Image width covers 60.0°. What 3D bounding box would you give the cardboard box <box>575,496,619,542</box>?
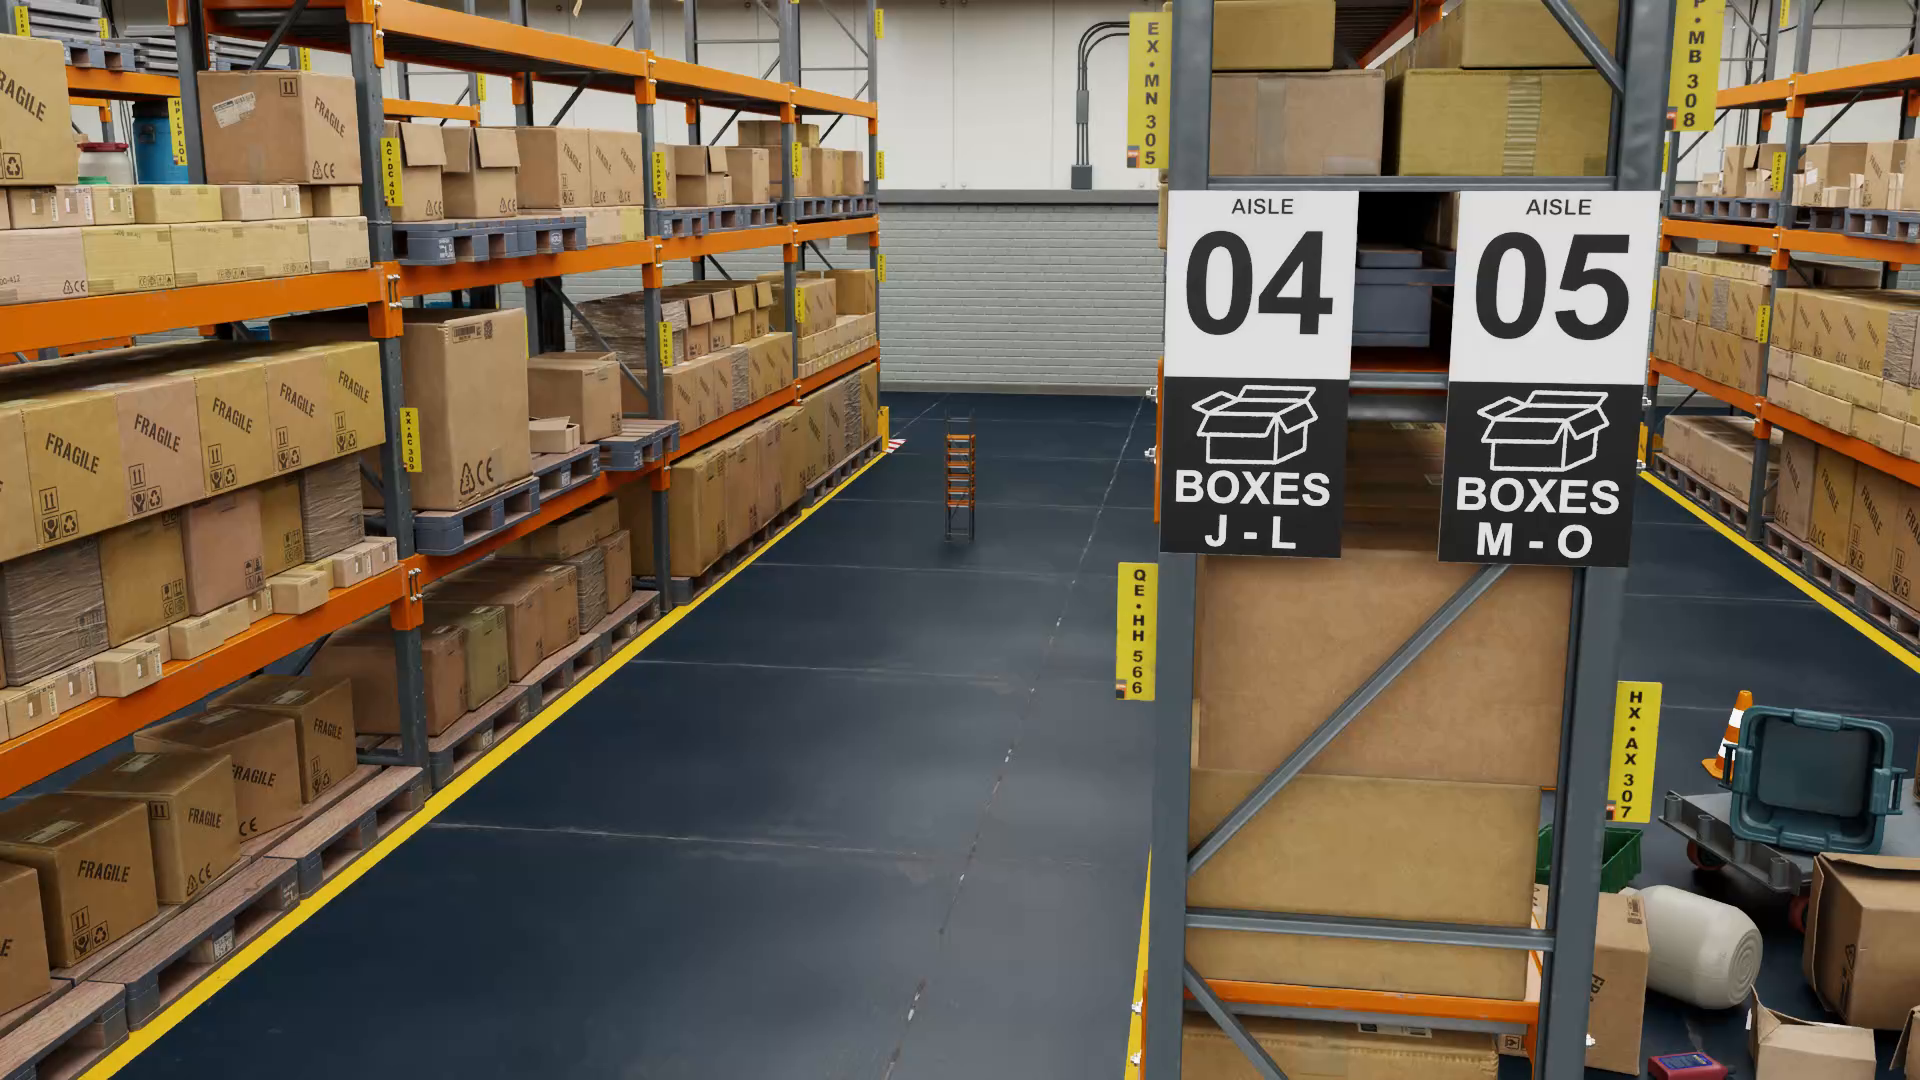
[{"bbox_3d":[-2.782,-0.151,11.942,0.500,0.250,0.500,2,12,11],"label":"cardboard box"}]

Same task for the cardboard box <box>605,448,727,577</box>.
[{"bbox_3d":[-2.582,-0.242,13.299,1.225,0.875,0.875,1,12,6],"label":"cardboard box"}]

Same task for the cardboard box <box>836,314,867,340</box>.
[{"bbox_3d":[-1.370,-2.455,19.170,0.500,0.250,0.500,2,12,8],"label":"cardboard box"}]

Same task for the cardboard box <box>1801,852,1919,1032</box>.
[{"bbox_3d":[3.757,1.566,6.469,0.797,0.637,0.503,2,12,9],"label":"cardboard box"}]

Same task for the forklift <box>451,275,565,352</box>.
[{"bbox_3d":[-4.561,-1.746,16.395,1.130,2.935,3.031,2,12,10],"label":"forklift"}]

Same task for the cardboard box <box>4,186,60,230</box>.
[{"bbox_3d":[-3.435,-1.174,5.868,0.380,0.149,0.250,1,12,6],"label":"cardboard box"}]

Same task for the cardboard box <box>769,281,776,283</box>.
[{"bbox_3d":[-2.206,-2.412,17.192,0.500,0.500,0.500,2,12,9],"label":"cardboard box"}]

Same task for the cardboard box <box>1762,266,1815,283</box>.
[{"bbox_3d":[7.579,-2.424,15.229,0.380,0.149,0.250,2,12,10],"label":"cardboard box"}]

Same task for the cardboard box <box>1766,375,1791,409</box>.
[{"bbox_3d":[7.370,-1.287,14.460,0.500,0.250,0.500,2,12,7],"label":"cardboard box"}]

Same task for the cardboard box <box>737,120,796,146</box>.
[{"bbox_3d":[-1.943,-4.096,16.766,0.500,0.250,0.500,1,12,5],"label":"cardboard box"}]

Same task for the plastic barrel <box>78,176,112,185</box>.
[{"bbox_3d":[-7.213,-2.902,13.845,0.294,0.245,0.294,0,12,0],"label":"plastic barrel"}]

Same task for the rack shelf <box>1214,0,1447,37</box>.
[{"bbox_3d":[1.254,-1.887,5.303,1.077,0.370,4.000,2,12,9],"label":"rack shelf"}]

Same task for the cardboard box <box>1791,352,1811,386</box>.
[{"bbox_3d":[7.299,-1.423,13.902,0.500,0.250,0.500,2,12,10],"label":"cardboard box"}]

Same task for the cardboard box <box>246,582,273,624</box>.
[{"bbox_3d":[-3.310,0.283,7.414,0.380,0.149,0.250,2,12,9],"label":"cardboard box"}]

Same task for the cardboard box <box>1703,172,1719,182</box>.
[{"bbox_3d":[8.333,-3.827,17.890,0.500,0.250,0.500,1,12,3],"label":"cardboard box"}]

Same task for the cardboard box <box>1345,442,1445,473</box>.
[{"bbox_3d":[1.255,0.008,5.174,0.875,0.550,0.550,2,12,9],"label":"cardboard box"}]

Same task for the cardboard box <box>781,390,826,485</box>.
[{"bbox_3d":[-1.913,-1.066,17.124,0.875,0.875,0.875,2,12,9],"label":"cardboard box"}]

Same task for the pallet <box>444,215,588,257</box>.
[{"bbox_3d":[-2.968,-1.815,9.878,1.213,0.211,1.003,2,12,9],"label":"pallet"}]

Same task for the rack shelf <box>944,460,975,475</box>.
[{"bbox_3d":[-0.002,-0.657,15.094,0.258,0.103,0.180,2,12,9],"label":"rack shelf"}]

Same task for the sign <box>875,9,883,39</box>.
[{"bbox_3d":[-0.945,-6.005,19.349,0.100,0.325,0.005,2,12,9],"label":"sign"}]

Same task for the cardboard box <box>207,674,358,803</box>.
[{"bbox_3d":[-3.425,0.999,8.431,0.500,0.500,0.500,1,12,7],"label":"cardboard box"}]

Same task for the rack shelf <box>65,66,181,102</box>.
[{"bbox_3d":[-7.296,-3.895,14.618,1.077,0.370,4.000,2,12,9],"label":"rack shelf"}]

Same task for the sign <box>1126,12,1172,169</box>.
[{"bbox_3d":[0.412,-0.966,3.579,0.100,0.325,0.005,2,12,9],"label":"sign"}]

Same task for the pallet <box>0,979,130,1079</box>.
[{"bbox_3d":[-3.768,1.912,5.875,1.003,0.211,1.213,2,12,9],"label":"pallet"}]

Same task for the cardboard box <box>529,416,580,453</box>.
[{"bbox_3d":[-2.699,-0.716,10.774,0.396,0.266,0.258,2,12,7],"label":"cardboard box"}]

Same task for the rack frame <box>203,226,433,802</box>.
[{"bbox_3d":[-3.324,-0.100,8.592,1.000,3.000,0.127,2,12,9],"label":"rack frame"}]

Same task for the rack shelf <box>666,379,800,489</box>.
[{"bbox_3d":[-2.401,-0.997,14.463,1.077,0.370,4.000,2,12,9],"label":"rack shelf"}]

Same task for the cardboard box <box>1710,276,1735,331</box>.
[{"bbox_3d":[7.653,-2.300,16.193,0.500,0.500,0.500,2,12,9],"label":"cardboard box"}]

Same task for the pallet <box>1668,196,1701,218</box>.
[{"bbox_3d":[8.210,-3.545,17.668,1.003,0.211,1.213,2,12,9],"label":"pallet"}]

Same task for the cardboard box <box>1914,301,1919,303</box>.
[{"bbox_3d":[7.643,-1.559,12.754,0.500,0.500,0.500,2,12,10],"label":"cardboard box"}]

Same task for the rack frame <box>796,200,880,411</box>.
[{"bbox_3d":[-1.479,-2.598,20.183,1.000,3.000,0.127,2,12,9],"label":"rack frame"}]

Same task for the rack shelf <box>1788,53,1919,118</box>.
[{"bbox_3d":[7.391,-3.413,12.383,1.077,0.370,4.000,2,12,9],"label":"rack shelf"}]

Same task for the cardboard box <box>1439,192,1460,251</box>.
[{"bbox_3d":[1.316,-0.744,3.824,0.380,0.149,0.250,2,12,9],"label":"cardboard box"}]

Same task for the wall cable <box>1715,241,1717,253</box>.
[{"bbox_3d":[10.561,-3.904,23.834,0.588,1.984,0.122,2,12,9],"label":"wall cable"}]

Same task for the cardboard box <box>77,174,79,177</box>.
[{"bbox_3d":[-11.094,-4.442,20.789,0.500,0.250,0.500,2,12,9],"label":"cardboard box"}]

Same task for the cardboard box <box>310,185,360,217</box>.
[{"bbox_3d":[-3.089,-1.610,7.892,0.380,0.149,0.250,2,12,10],"label":"cardboard box"}]

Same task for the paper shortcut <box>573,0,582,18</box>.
[{"bbox_3d":[-3.025,-4.225,13.163,0.009,0.170,0.078,12,-17,6],"label":"paper shortcut"}]

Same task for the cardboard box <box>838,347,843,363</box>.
[{"bbox_3d":[-1.482,-2.017,18.087,0.380,0.149,0.250,2,12,7],"label":"cardboard box"}]

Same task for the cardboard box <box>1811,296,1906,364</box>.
[{"bbox_3d":[7.216,-1.688,13.352,0.500,0.500,0.500,2,12,7],"label":"cardboard box"}]

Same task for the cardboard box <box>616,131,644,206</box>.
[{"bbox_3d":[-2.535,-2.584,11.578,0.500,0.500,0.500,2,12,10],"label":"cardboard box"}]

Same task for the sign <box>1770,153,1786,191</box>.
[{"bbox_3d":[7.150,-3.219,14.533,0.100,0.325,0.005,2,12,9],"label":"sign"}]

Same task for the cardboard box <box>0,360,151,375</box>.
[{"bbox_3d":[-3.798,-0.489,7.082,0.500,0.500,0.500,2,12,9],"label":"cardboard box"}]

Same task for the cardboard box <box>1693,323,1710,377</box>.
[{"bbox_3d":[7.749,-1.918,16.794,0.500,0.500,0.500,2,12,11],"label":"cardboard box"}]

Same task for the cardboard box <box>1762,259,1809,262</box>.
[{"bbox_3d":[8.255,-2.729,16.641,0.380,0.149,0.250,2,12,10],"label":"cardboard box"}]

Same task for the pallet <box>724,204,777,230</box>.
[{"bbox_3d":[-2.186,-2.945,15.130,0.805,0.209,1.217,1,12,6],"label":"pallet"}]

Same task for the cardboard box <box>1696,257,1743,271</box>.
[{"bbox_3d":[7.851,-2.847,17.191,0.380,0.149,0.250,2,12,9],"label":"cardboard box"}]

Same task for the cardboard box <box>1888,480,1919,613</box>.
[{"bbox_3d":[7.271,0.081,11.800,0.875,0.875,0.875,2,12,8],"label":"cardboard box"}]

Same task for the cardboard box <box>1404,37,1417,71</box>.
[{"bbox_3d":[1.469,-1.343,4.713,0.380,0.149,0.250,2,12,8],"label":"cardboard box"}]

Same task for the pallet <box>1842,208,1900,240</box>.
[{"bbox_3d":[7.299,-2.354,12.380,1.003,0.211,1.213,2,12,11],"label":"pallet"}]

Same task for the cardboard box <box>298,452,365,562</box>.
[{"bbox_3d":[-3.455,-0.202,8.125,0.875,0.500,0.500,2,12,9],"label":"cardboard box"}]

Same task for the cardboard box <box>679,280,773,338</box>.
[{"bbox_3d":[-2.184,-2.171,15.585,0.797,0.503,0.637,2,12,7],"label":"cardboard box"}]

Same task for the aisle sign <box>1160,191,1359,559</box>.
[{"bbox_3d":[0.639,-0.351,3.588,0.394,0.787,0.004,2,12,9],"label":"aisle sign"}]

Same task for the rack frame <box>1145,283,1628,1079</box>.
[{"bbox_3d":[0.946,0.915,3.885,1.000,3.000,0.127,2,12,9],"label":"rack frame"}]

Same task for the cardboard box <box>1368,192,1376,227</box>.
[{"bbox_3d":[1.627,-1.164,5.774,0.380,0.149,0.250,2,12,8],"label":"cardboard box"}]

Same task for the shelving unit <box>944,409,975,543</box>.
[{"bbox_3d":[-0.002,-0.584,15.110,0.258,1.200,0.189,2,12,9],"label":"shelving unit"}]
